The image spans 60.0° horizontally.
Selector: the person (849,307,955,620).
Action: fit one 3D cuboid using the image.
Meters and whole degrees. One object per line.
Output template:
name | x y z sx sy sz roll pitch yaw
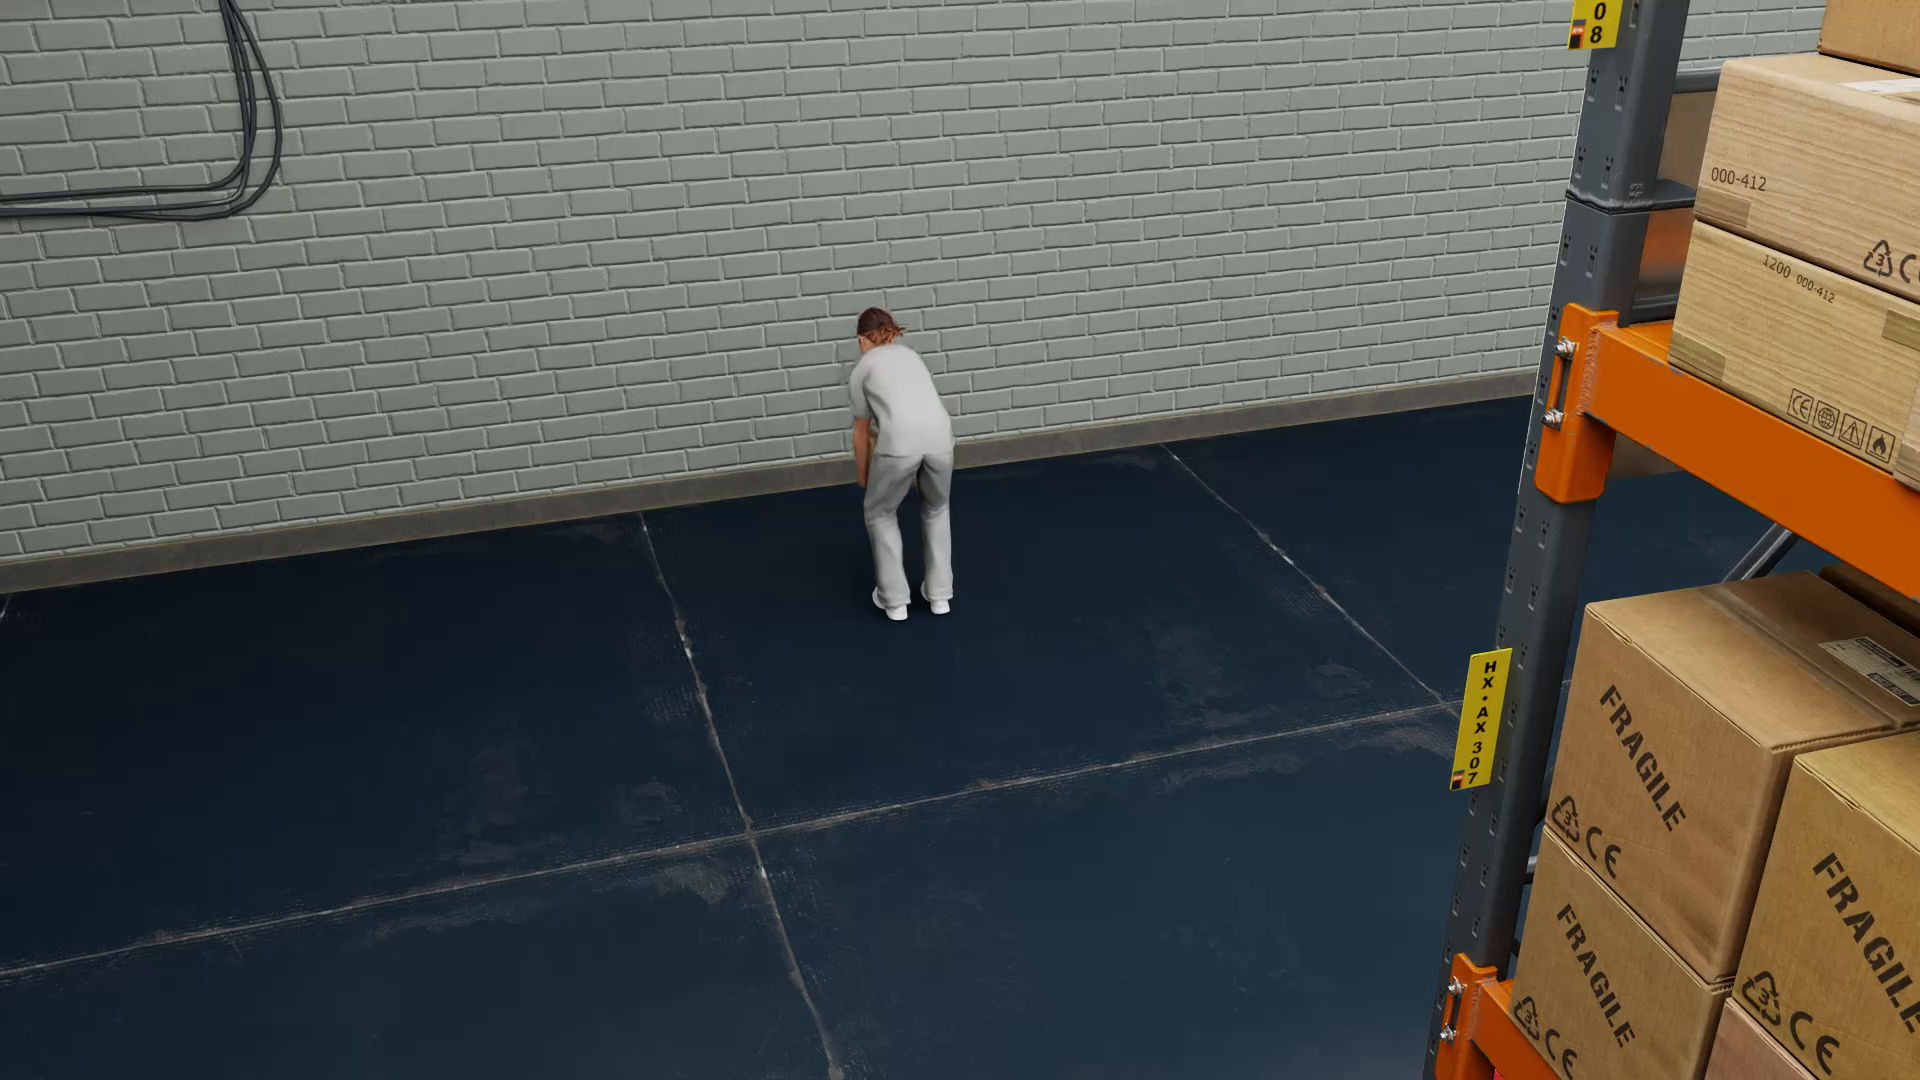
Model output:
person | -0.291 -0.362 7.753 0.410 1.315 0.812 -9 28 -17
